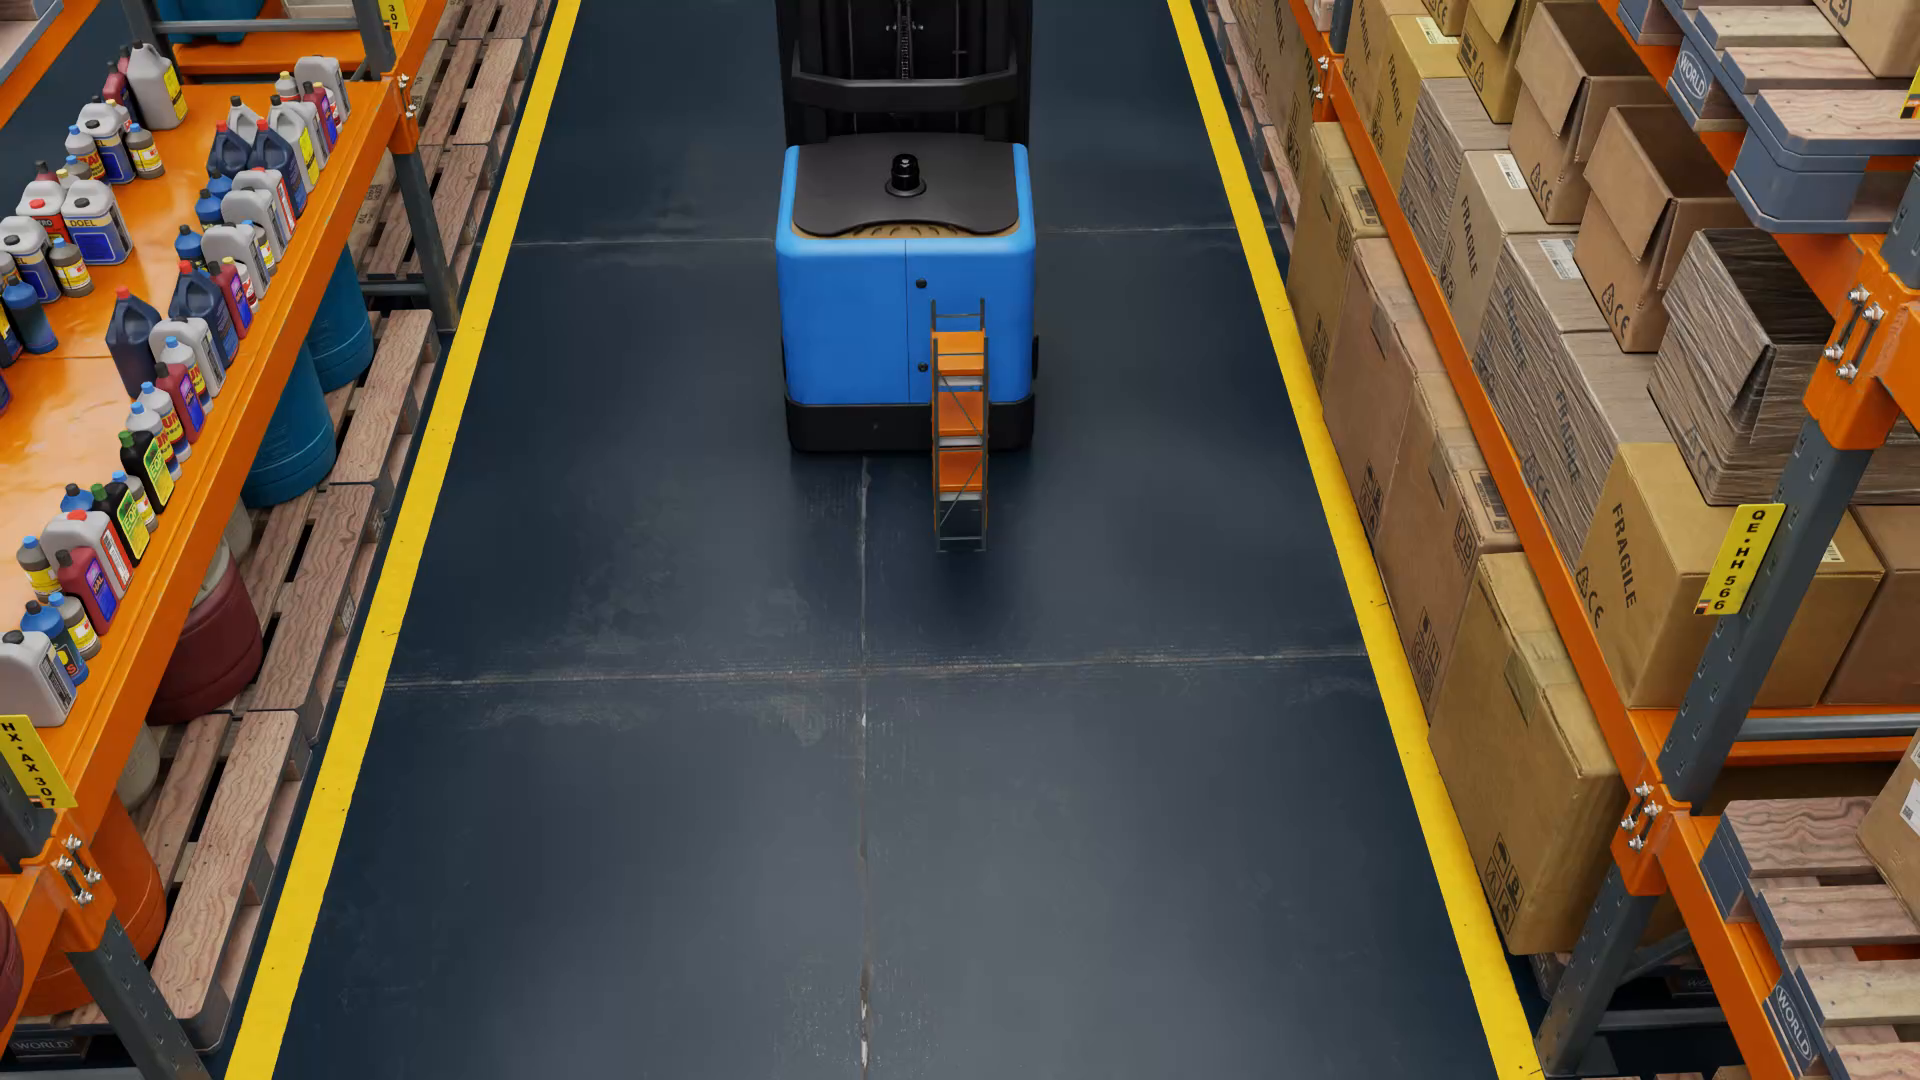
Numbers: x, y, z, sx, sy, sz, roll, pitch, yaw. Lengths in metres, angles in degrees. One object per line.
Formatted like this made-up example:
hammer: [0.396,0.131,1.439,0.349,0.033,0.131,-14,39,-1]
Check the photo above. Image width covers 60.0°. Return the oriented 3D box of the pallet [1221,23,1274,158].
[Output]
pallet: [2.072,-2.559,9.386,1.003,0.211,1.213,-2,43,-2]

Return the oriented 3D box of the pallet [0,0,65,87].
pallet: [-2.633,-0.959,3.496,1.003,0.211,1.213,-2,43,-2]

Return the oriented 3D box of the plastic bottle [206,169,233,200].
plastic bottle: [-2.615,-1.196,5.931,0.097,0.271,0.097,0,43,0]

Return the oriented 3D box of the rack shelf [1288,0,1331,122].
rack shelf: [1.996,-3.331,8.697,1.077,0.370,4.000,-2,43,-2]

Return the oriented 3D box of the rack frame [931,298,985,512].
rack frame: [-0.007,-0.506,6.525,0.200,1.050,0.008,-2,43,-2]

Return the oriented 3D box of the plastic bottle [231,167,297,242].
plastic bottle: [-2.491,-1.214,5.947,0.152,0.276,0.135,-2,43,-2]

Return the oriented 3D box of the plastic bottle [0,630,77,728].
plastic bottle: [-2.394,0.341,4.250,0.152,0.276,0.135,-2,43,-2]

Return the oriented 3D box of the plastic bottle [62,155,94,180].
plastic bottle: [-3.232,-1.315,6.112,0.097,0.201,0.097,0,43,0]

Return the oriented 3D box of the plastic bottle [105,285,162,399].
plastic bottle: [-2.602,-0.636,5.260,0.144,0.351,0.185,-2,43,-2]

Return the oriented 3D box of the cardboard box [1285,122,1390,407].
cardboard box: [2.128,-1.186,7.086,1.225,0.875,0.875,-2,43,-2]

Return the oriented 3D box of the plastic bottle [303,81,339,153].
plastic bottle: [-2.473,-1.649,6.416,0.061,0.283,0.133,-2,43,-2]

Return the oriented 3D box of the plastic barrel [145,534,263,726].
plastic barrel: [-2.784,0.238,5.744,0.600,0.588,0.708,-2,43,-2]

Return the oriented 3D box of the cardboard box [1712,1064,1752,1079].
cardboard box: [2.299,1.665,4.238,0.700,0.500,0.500,-4,43,-4]

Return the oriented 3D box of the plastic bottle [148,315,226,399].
plastic bottle: [-2.452,-0.595,5.271,0.152,0.276,0.135,-2,43,-2]

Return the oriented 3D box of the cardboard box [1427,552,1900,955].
cardboard box: [2.242,0.616,5.119,1.225,0.875,0.875,-3,43,-4]

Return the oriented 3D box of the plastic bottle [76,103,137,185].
plastic bottle: [-3.213,-1.488,6.245,0.152,0.276,0.135,-2,43,-2]

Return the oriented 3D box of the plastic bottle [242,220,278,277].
plastic bottle: [-2.453,-1.018,5.788,0.097,0.201,0.097,0,43,0]

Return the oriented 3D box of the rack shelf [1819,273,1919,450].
rack shelf: [2.335,0.964,1.791,1.077,0.370,4.000,-2,43,-2]

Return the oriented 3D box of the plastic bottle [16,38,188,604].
plastic bottle: [-2.869,-0.912,5.561,0.643,0.351,2.872,-2,43,-2]

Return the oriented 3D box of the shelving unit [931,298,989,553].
shelving unit: [-0.002,-0.423,6.435,0.215,1.050,0.252,-2,43,-2]

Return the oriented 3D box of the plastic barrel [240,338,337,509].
plastic barrel: [-2.832,-0.639,6.470,0.600,0.901,0.708,-2,43,-2]

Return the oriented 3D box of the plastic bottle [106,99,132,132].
plastic bottle: [-3.250,-1.603,6.426,0.097,0.201,0.097,0,43,0]

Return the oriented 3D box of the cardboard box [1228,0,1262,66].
cardboard box: [2.056,-3.274,9.363,0.875,0.875,0.875,-2,43,-2]

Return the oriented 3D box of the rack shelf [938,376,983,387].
rack shelf: [-0.002,-0.661,6.216,0.166,0.050,0.221,-2,43,-2]

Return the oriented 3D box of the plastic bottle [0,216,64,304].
plastic bottle: [-3.180,-0.953,5.662,0.152,0.276,0.135,-2,43,-2]

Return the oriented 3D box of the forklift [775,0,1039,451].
forklift: [-0.240,-2.433,7.235,1.130,2.935,3.031,-1,43,-1]

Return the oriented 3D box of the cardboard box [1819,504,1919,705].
cardboard box: [2.502,0.082,4.367,0.500,0.500,0.500,0,43,-1]

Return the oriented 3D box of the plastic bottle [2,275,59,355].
plastic bottle: [-3.050,-0.745,5.438,0.097,0.271,0.097,0,43,0]

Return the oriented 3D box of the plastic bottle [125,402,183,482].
plastic bottle: [-2.406,-0.295,4.947,0.097,0.271,0.097,0,43,0]

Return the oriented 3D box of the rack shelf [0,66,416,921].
rack shelf: [-2.783,-0.488,5.595,1.077,0.370,4.000,-2,43,-2]

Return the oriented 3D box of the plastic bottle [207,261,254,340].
plastic bottle: [-2.420,-0.815,5.505,0.061,0.283,0.133,-2,43,-2]

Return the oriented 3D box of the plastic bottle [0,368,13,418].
plastic bottle: [-3.054,-0.522,5.186,0.061,0.283,0.133,-2,43,-2]

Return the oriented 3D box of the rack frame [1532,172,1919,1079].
rack frame: [2.250,0.454,4.034,1.000,3.000,0.127,-2,43,-2]

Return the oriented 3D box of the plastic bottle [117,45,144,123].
plastic bottle: [-3.279,-1.801,6.581,0.061,0.283,0.133,-2,43,-2]

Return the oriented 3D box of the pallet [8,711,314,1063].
pallet: [-2.773,1.093,5.401,1.003,0.211,1.213,-2,43,-2]

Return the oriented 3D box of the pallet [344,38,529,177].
pallet: [-2.993,-2.397,9.209,1.003,0.211,1.213,-2,43,-2]

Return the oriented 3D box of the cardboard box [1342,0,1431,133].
cardboard box: [1.850,-1.965,6.600,0.500,0.500,0.500,-2,43,-2]

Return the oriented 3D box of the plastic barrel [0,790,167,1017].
plastic barrel: [-7.784,0.273,3.953,10.706,2.957,0.708,-2,43,-2]
